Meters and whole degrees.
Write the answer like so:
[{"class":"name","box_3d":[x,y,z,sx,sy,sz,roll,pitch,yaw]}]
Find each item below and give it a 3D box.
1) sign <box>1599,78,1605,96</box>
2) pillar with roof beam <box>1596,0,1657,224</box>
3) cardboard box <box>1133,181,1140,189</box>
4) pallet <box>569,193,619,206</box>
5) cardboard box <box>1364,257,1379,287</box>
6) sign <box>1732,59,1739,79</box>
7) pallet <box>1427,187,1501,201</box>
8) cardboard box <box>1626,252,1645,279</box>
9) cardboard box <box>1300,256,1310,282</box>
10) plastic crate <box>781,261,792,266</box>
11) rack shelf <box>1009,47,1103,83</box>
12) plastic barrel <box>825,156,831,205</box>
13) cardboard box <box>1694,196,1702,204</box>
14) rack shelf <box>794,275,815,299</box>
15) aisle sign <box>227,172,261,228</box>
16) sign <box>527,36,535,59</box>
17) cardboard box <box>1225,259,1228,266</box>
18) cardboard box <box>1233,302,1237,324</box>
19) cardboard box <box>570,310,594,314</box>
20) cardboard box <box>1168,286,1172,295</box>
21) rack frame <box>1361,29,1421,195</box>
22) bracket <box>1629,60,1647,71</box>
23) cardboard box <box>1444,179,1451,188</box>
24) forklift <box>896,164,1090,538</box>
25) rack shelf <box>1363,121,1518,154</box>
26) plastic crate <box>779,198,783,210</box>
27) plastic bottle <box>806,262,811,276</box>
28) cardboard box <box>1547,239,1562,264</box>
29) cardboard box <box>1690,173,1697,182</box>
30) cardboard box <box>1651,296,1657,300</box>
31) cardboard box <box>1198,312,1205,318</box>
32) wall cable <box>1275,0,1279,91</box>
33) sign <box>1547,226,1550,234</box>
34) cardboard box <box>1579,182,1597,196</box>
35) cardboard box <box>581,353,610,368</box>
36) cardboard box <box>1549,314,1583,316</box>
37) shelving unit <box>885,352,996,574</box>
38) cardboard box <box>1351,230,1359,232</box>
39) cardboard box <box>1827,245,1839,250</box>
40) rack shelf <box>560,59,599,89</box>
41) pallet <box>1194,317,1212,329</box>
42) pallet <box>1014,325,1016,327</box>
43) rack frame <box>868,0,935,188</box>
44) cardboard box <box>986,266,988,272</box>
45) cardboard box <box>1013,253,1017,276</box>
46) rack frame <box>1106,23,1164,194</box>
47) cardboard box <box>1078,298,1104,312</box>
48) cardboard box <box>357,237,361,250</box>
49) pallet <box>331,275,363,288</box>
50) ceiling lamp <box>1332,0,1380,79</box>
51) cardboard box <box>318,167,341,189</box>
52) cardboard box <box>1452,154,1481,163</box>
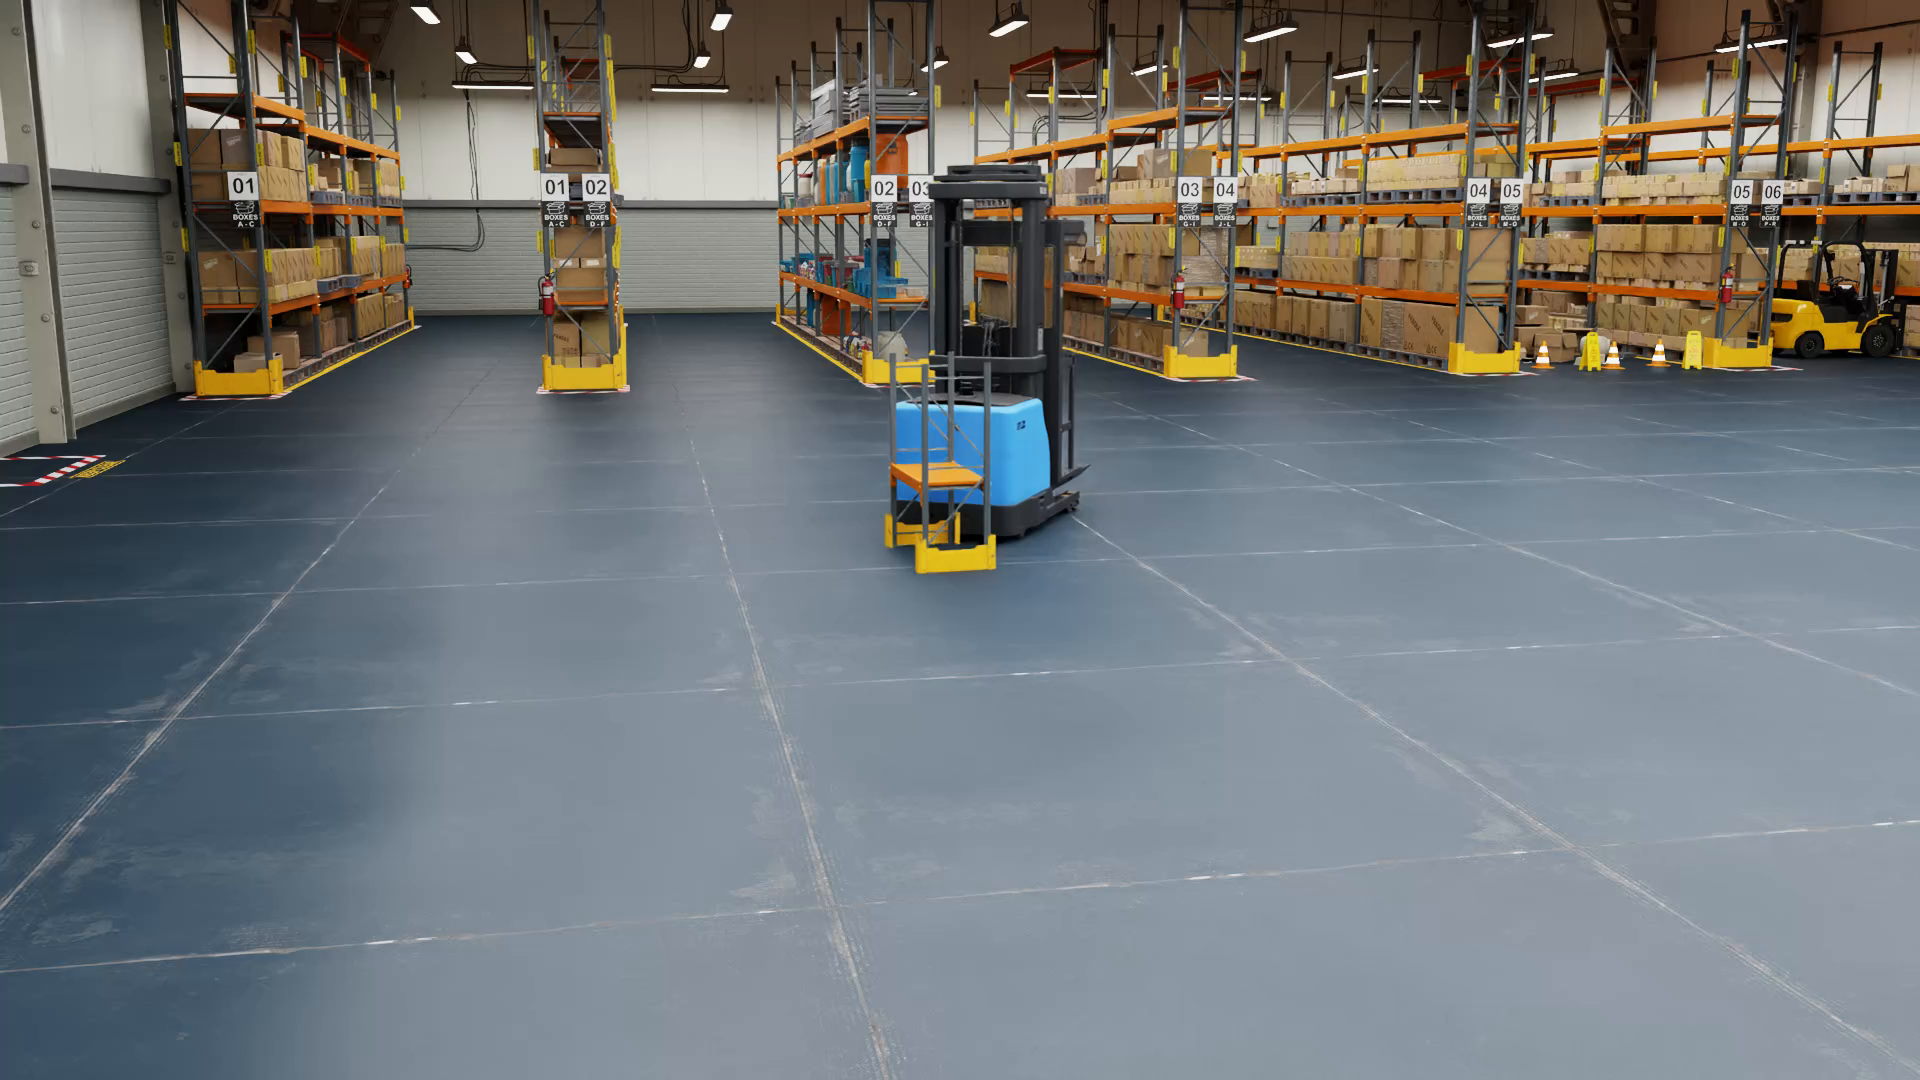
[{"class":"sign","box_3d":[12.365,-8.716,32.001,0.100,0.325,0.005,-2,11,-11]},{"class":"pillar with roof beam","box_3d":[12.747,-9.853,40.896,9.100,9.000,0.548,-2,11,-11]},{"class":"cardboard box","box_3d":[3.239,-6.180,28.957,0.380,0.149,0.250,-2,11,-12]},{"class":"pallet","box_3d":[-6.868,-6.322,30.871,1.003,0.211,1.213,-2,11,-8]},{"class":"cardboard box","box_3d":[8.156,-5.061,31.365,0.875,0.550,0.550,-2,11,-11]},{"class":"sign","box_3d":[13.138,-7.987,28.172,0.100,0.325,0.005,-2,11,-11]},{"class":"pallet","box_3d":[8.696,-5.887,28.319,1.003,0.211,1.213,-2,11,-11]},{"class":"cardboard box","box_3d":[12.926,-5.174,31.295,0.500,0.500,0.500,-2,11,-11]},{"class":"cardboard box","box_3d":[7.317,-5.560,34.118,0.500,0.500,0.500,-2,11,-11]},{"class":"plastic crate","box_3d":[-4.151,-6.683,40.574,0.416,0.233,0.300,-2,11,-11]},{"class":"rack shelf","box_3d":[2.021,-10.220,35.859,1.077,0.370,4.000,-2,11,-11]},{"class":"plastic barrel","box_3d":[-2.237,-6.758,31.317,0.600,0.901,0.708,-2,11,-11]},{"class":"cardboard box","box_3d":[13.244,-6.020,29.451,0.380,0.149,0.250,-2,11,-9]},{"class":"rack shelf","box_3d":[-2.837,-5.460,35.785,1.077,0.370,4.000,-2,11,-11]},{"class":"aisle sign","box_3d":[-10.302,-4.894,23.933,0.394,0.787,0.004,-2,11,-11]},{"class":"sign","box_3d":[-6.287,-7.228,24.393,0.100,0.325,0.005,-2,11,-11]},{"class":"cardboard box","box_3d":[6.295,-6.373,38.208,0.380,0.149,0.250,-2,11,-10]},{"class":"cardboard box","box_3d":[6.505,-5.258,38.363,0.500,0.500,0.500,-2,11,-8]},{"class":"cardboard box","box_3d":[-7.720,-4.418,33.896,0.500,0.500,0.500,-2,11,-9]},{"class":"cardboard box","box_3d":[3.660,-4.127,27.527,0.380,0.149,0.250,-2,11,-11]},{"class":"rack frame","box_3d":[8.073,-8.002,31.171,1.000,3.000,0.127,-2,11,-11]},{"class":"bracket","box_3d":[16.702,-11.689,40.914,0.235,0.232,0.430,-2,11,-11]},{"class":"cardboard box","box_3d":[8.405,-6.022,28.071,0.380,0.149,0.250,-2,11,-11]},{"class":"forklift","box_3d":[0.414,-1.691,14.242,1.130,2.935,3.031,4,11,19]},{"class":"rack shelf","box_3d":[8.462,-7.085,29.349,1.077,0.370,4.000,-2,11,-11]},{"class":"plastic crate","box_3d":[-4.203,-8.242,40.806,0.497,0.269,0.590,-2,11,-11]},{"class":"plastic bottle","box_3d":[-3.220,-5.780,35.672,0.144,0.351,0.185,-2,11,-11]},{"class":"cardboard box","box_3d":[12.402,-5.917,34.076,0.500,0.500,0.500,-2,11,-9]},{"class":"cardboard box","box_3d":[13.252,-6.456,29.612,0.380,0.149,0.250,-2,11,-11]},{"class":"cardboard box","box_3d":[16.507,-5.741,39.166,0.380,0.149,0.250,-2,11,-12]},{"class":"cardboard box","box_3d":[6.023,-5.484,40.490,0.380,0.149,0.250,-2,11,-13]},{"class":"wall cable","box_3d":[8.165,-14.638,48.385,2.355,3.000,0.029,-2,11,-11]},{"class":"sign","box_3d":[15.991,-8.376,45.240,0.100,0.325,0.005,-2,11,-11]},{"class":"cardboard box","box_3d":[12.653,-6.961,33.005,0.500,0.250,0.500,-2,11,-12]},{"class":"cardboard box","box_3d":[-5.638,-2.762,25.916,0.500,0.250,0.500,-2,11,-11]},{"class":"cardboard box","box_3d":[12.524,-4.524,34.849,0.950,0.372,0.625,-2,11,-9]},{"class":"shelving unit","box_3d":[-0.162,-0.605,12.362,0.587,1.500,1.083,-3,11,-15]},{"class":"cardboard box","box_3d":[10.496,-7.802,43.222,0.500,0.500,0.500,-2,11,-13]},{"class":"cardboard box","box_3d":[17.548,-5.879,33.266,0.380,0.149,0.250,-2,11,-10]},{"class":"rack shelf","box_3d":[-8.475,-10.594,37.825,1.077,0.370,4.000,-2,11,-11]},{"class":"pallet","box_3d":[6.352,-5.274,40.342,1.003,0.211,1.213,-2,11,-11]},{"class":"pallet","box_3d":[1.856,-4.852,38.122,1.003,0.211,1.213,-2,11,-11]},{"class":"rack frame","box_3d":[-0.893,-6.926,25.520,1.000,3.000,0.127,-2,11,-11]},{"class":"cardboard box","box_3d":[0.852,-6.658,40.825,0.380,0.149,0.250,-2,11,-12]},{"class":"cardboard box","box_3d":[1.476,-6.316,38.090,0.500,0.500,0.500,-2,11,-11]},{"class":"rack frame","box_3d":[3.188,-7.840,30.321,1.000,3.000,0.127,-2,11,-11]},{"class":"cardboard box","box_3d":[2.683,-4.765,33.710,0.500,0.250,0.500,-1,11,-5]},{"class":"cardboard box","box_3d":[-12.107,-5.851,32.793,0.500,0.250,0.500,-2,11,-12]},{"class":"pallet","box_3d":[-11.923,-4.865,31.249,1.213,0.211,1.003,-2,11,-11]},{"class":"ceiling lamp","box_3d":[9.373,-12.303,38.156,0.800,3.185,2.000,-2,11,-11]},{"class":"cardboard box","box_3d":[-12.315,-6.910,32.014,0.700,0.500,0.500,-3,11,-15]},{"class":"cardboard box","box_3d":[8.452,-6.368,27.757,0.380,0.149,0.250,-2,11,-10]}]
